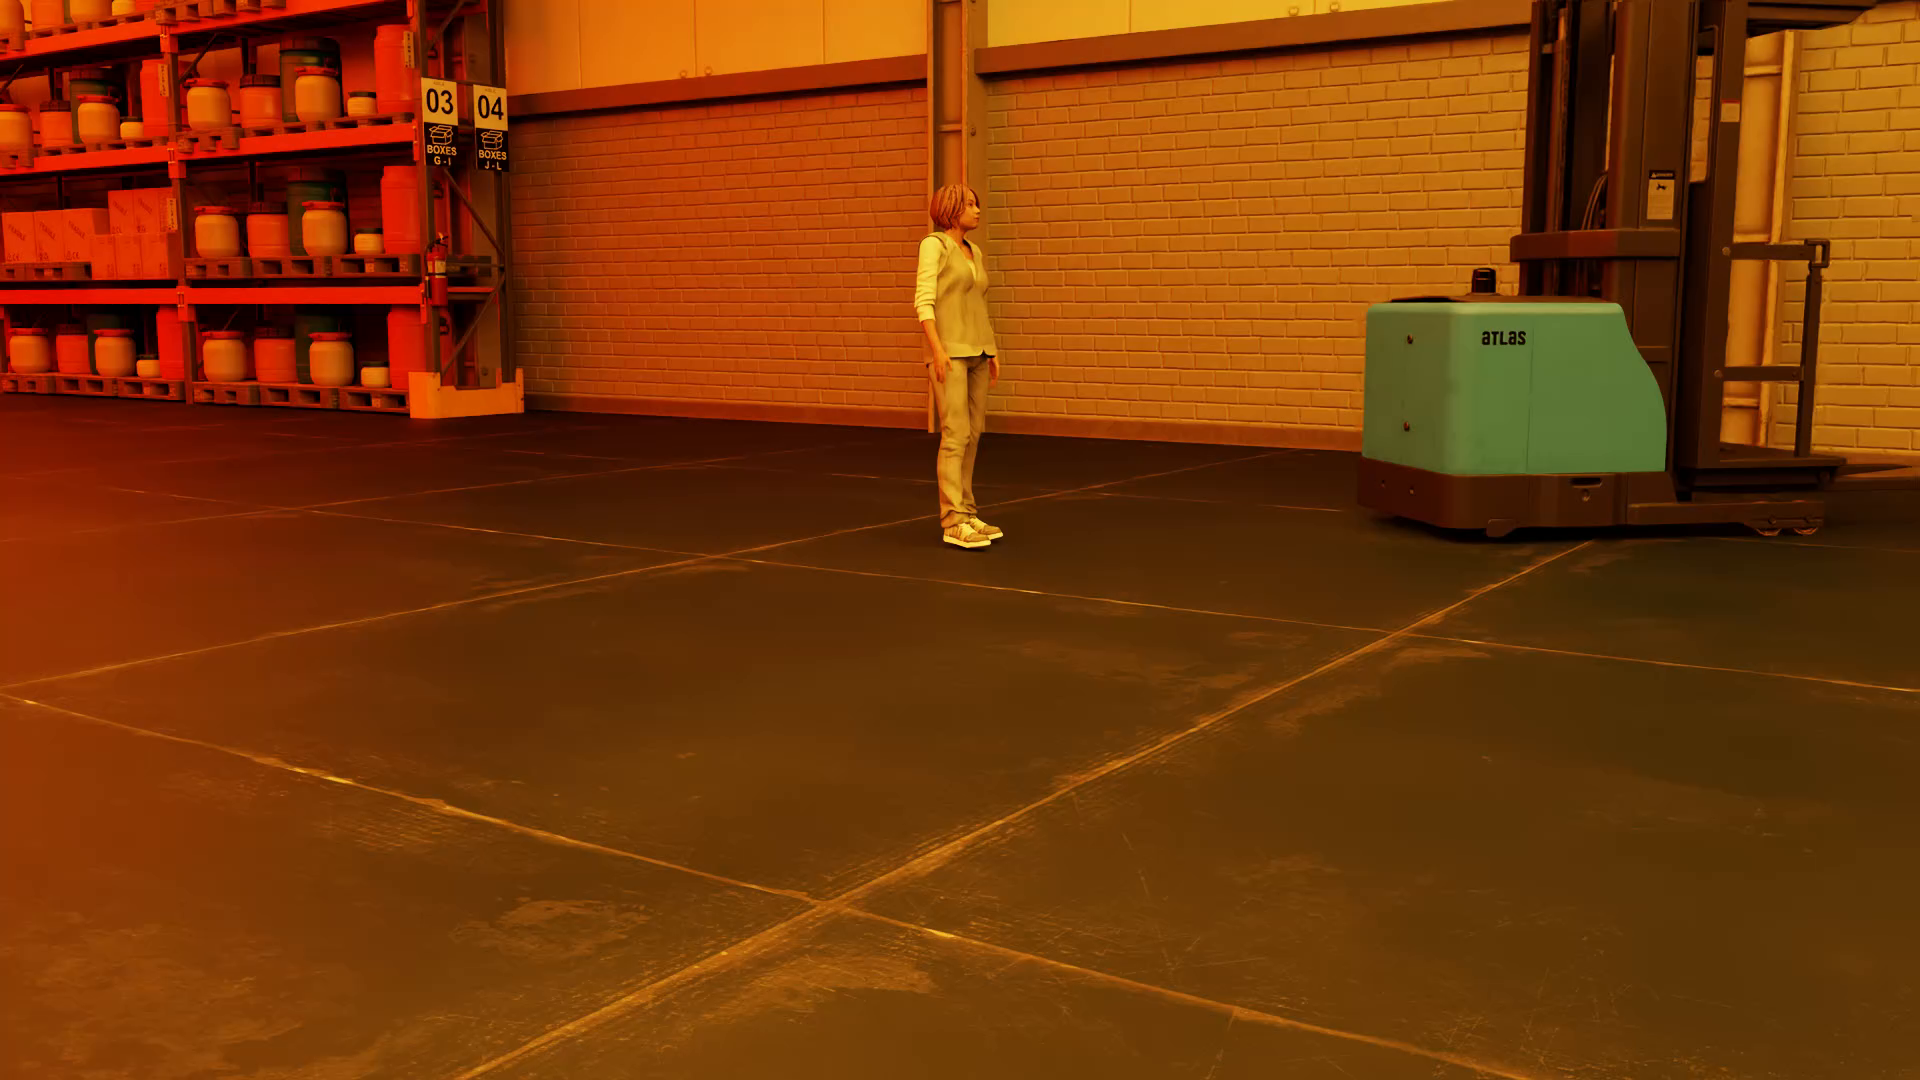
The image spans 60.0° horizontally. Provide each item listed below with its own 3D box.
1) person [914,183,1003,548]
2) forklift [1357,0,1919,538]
[{"bbox_3d":[0.054,-0.790,7.438,0.473,1.599,0.521,5,10,34],"label":"person"},{"bbox_3d":[3.566,-1.539,8.018,3.031,2.935,1.130,-2,8,-11],"label":"forklift"}]
